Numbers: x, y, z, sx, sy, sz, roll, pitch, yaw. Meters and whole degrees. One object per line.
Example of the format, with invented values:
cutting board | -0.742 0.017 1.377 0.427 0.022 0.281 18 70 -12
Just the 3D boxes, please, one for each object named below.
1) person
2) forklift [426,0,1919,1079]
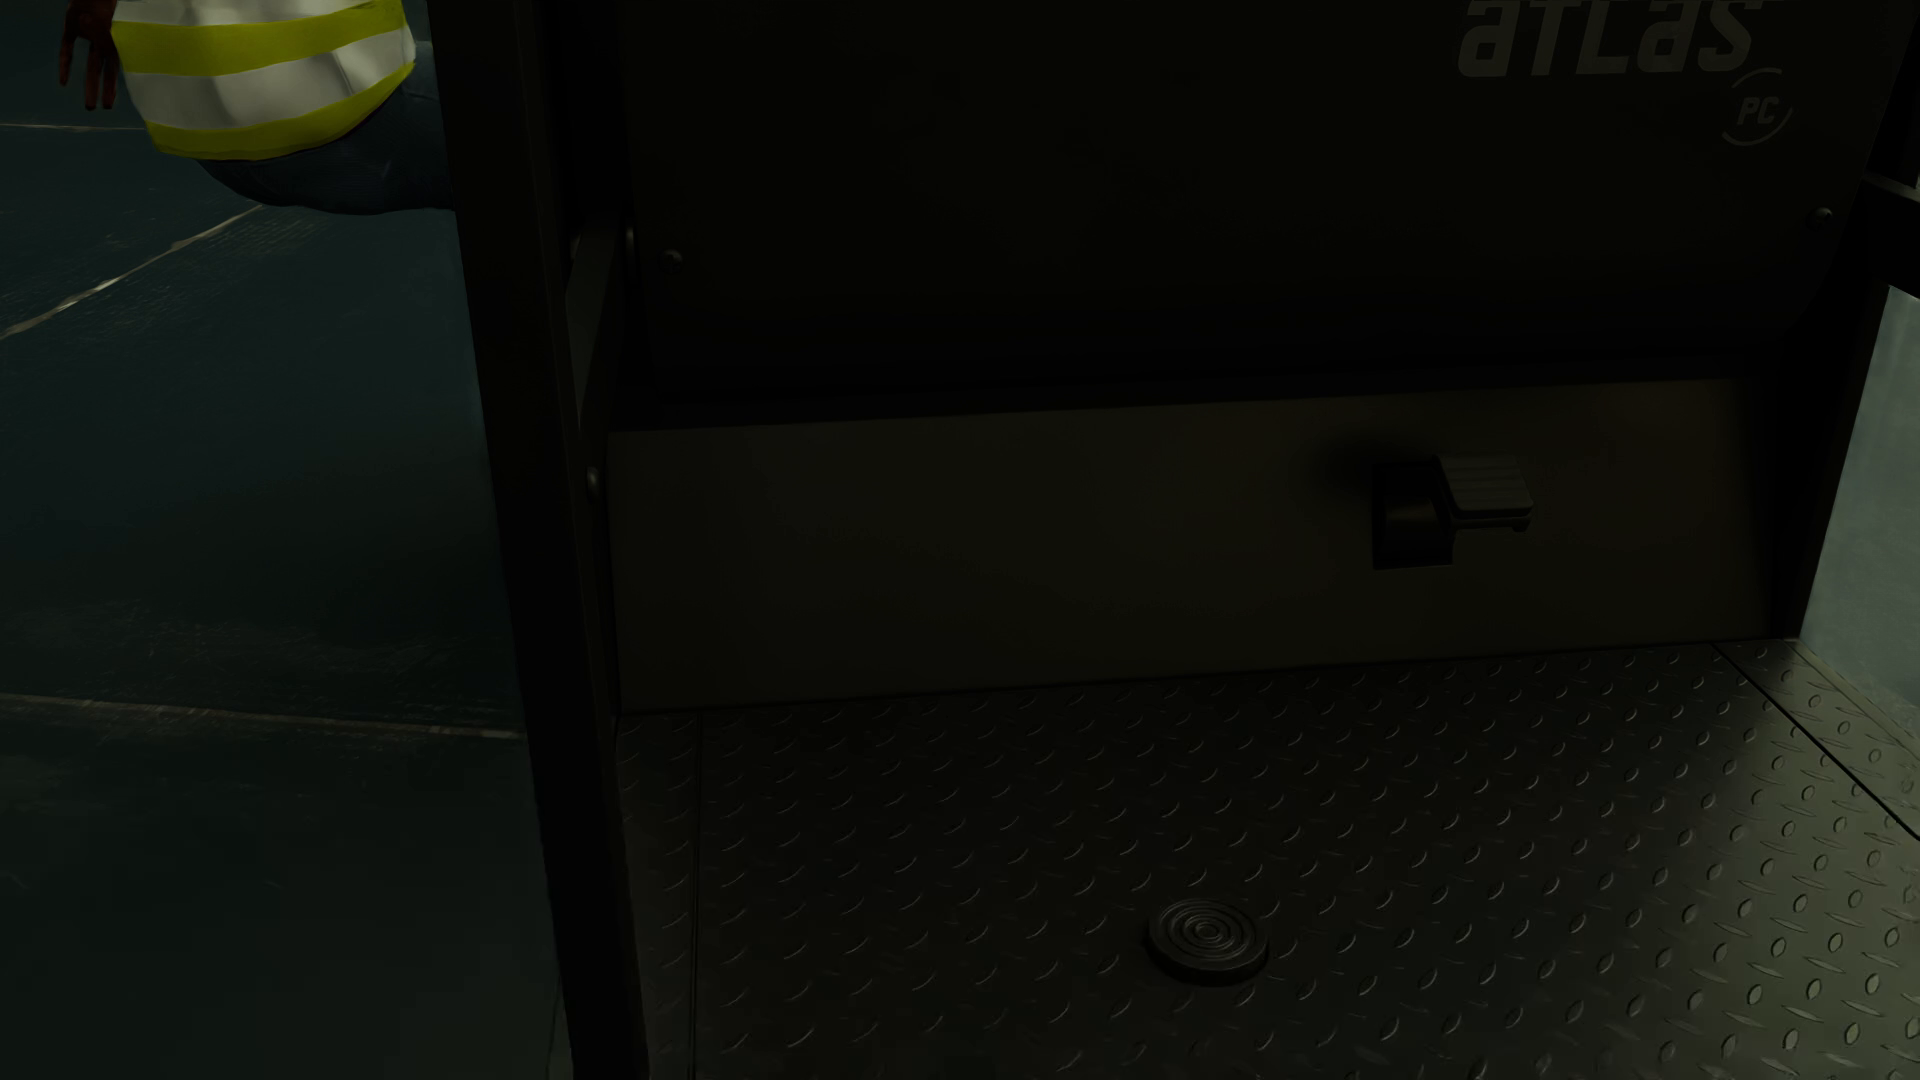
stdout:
person | -0.755 -0.762 2.449 0.937 1.525 0.929 19 32 33
forklift | 0.255 -0.781 0.782 1.130 2.935 3.031 -3 27 -6
